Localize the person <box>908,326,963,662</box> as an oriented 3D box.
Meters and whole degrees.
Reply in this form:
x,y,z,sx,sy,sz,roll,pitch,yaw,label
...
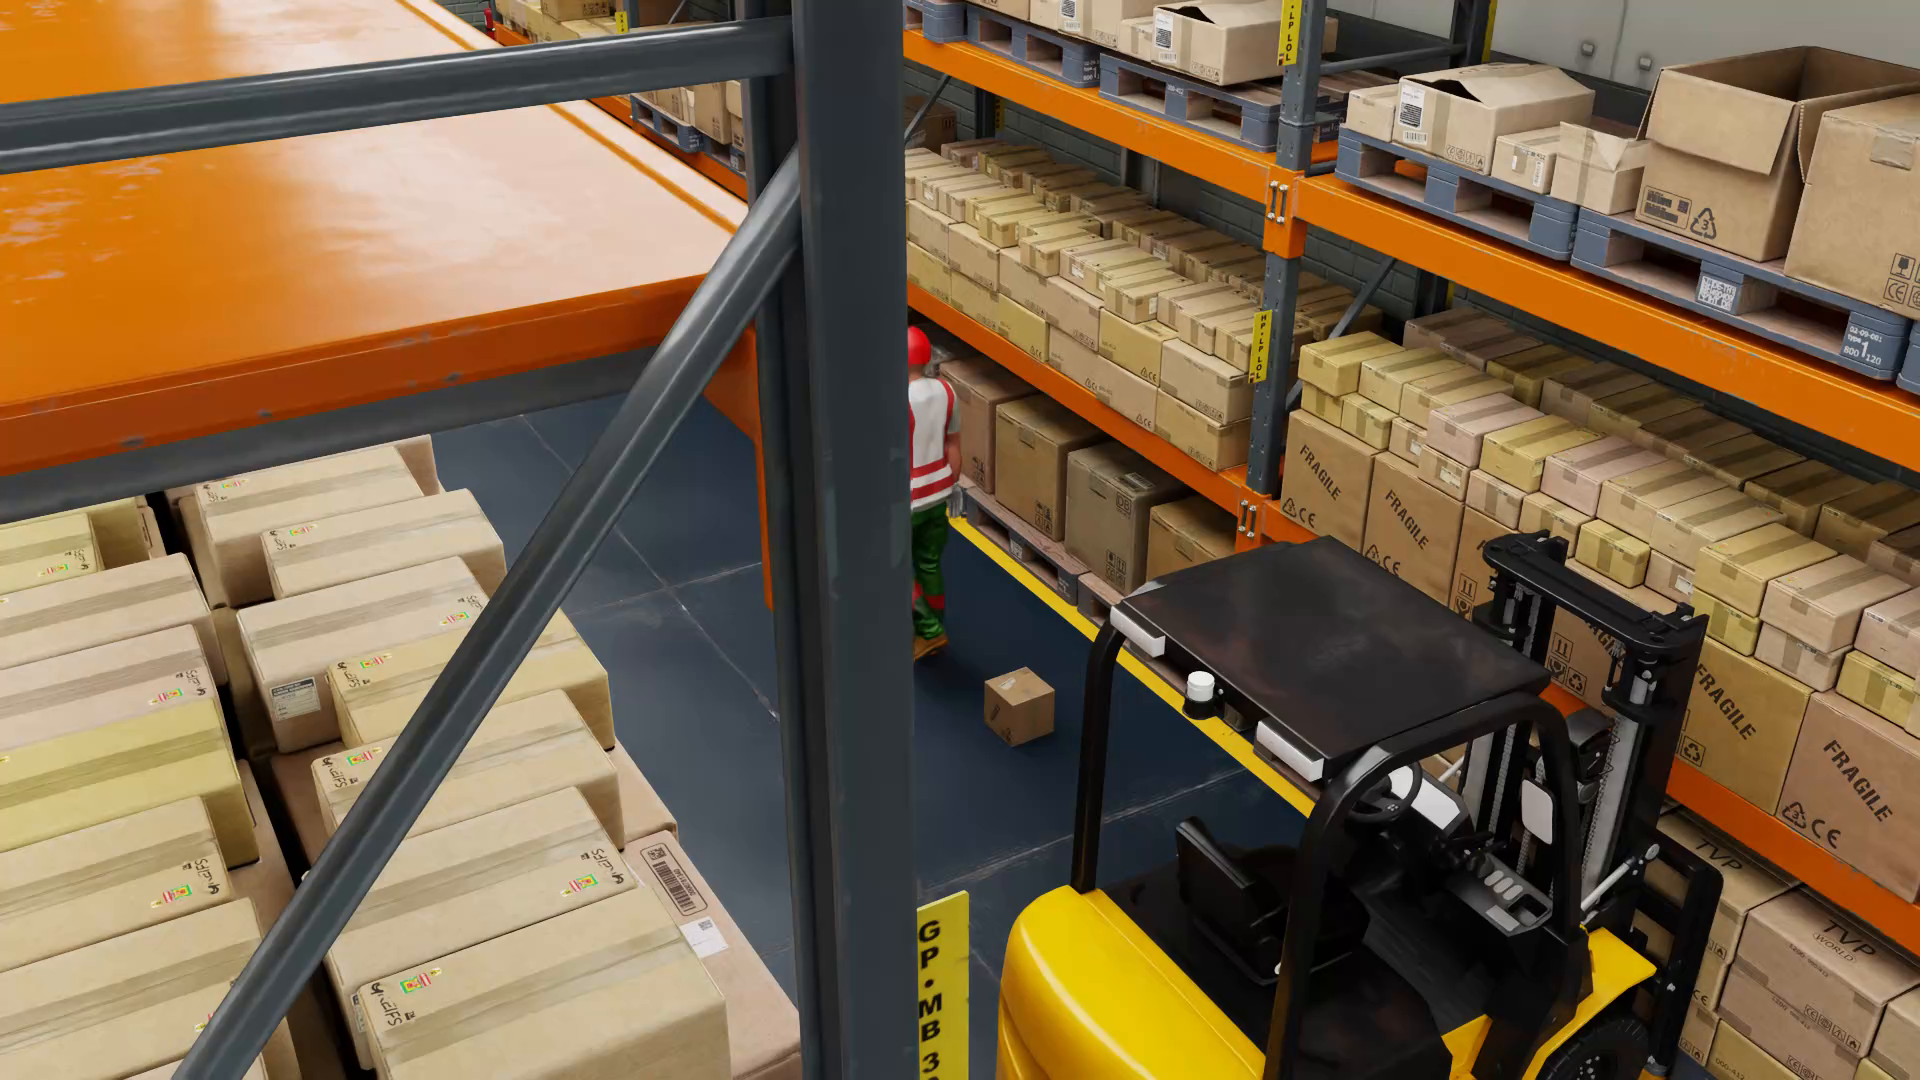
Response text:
x,y,z,sx,sy,sz,roll,pitch,yaw,label
-0.197,-0.197,8.442,0.572,1.784,0.558,-24,36,-36,person
